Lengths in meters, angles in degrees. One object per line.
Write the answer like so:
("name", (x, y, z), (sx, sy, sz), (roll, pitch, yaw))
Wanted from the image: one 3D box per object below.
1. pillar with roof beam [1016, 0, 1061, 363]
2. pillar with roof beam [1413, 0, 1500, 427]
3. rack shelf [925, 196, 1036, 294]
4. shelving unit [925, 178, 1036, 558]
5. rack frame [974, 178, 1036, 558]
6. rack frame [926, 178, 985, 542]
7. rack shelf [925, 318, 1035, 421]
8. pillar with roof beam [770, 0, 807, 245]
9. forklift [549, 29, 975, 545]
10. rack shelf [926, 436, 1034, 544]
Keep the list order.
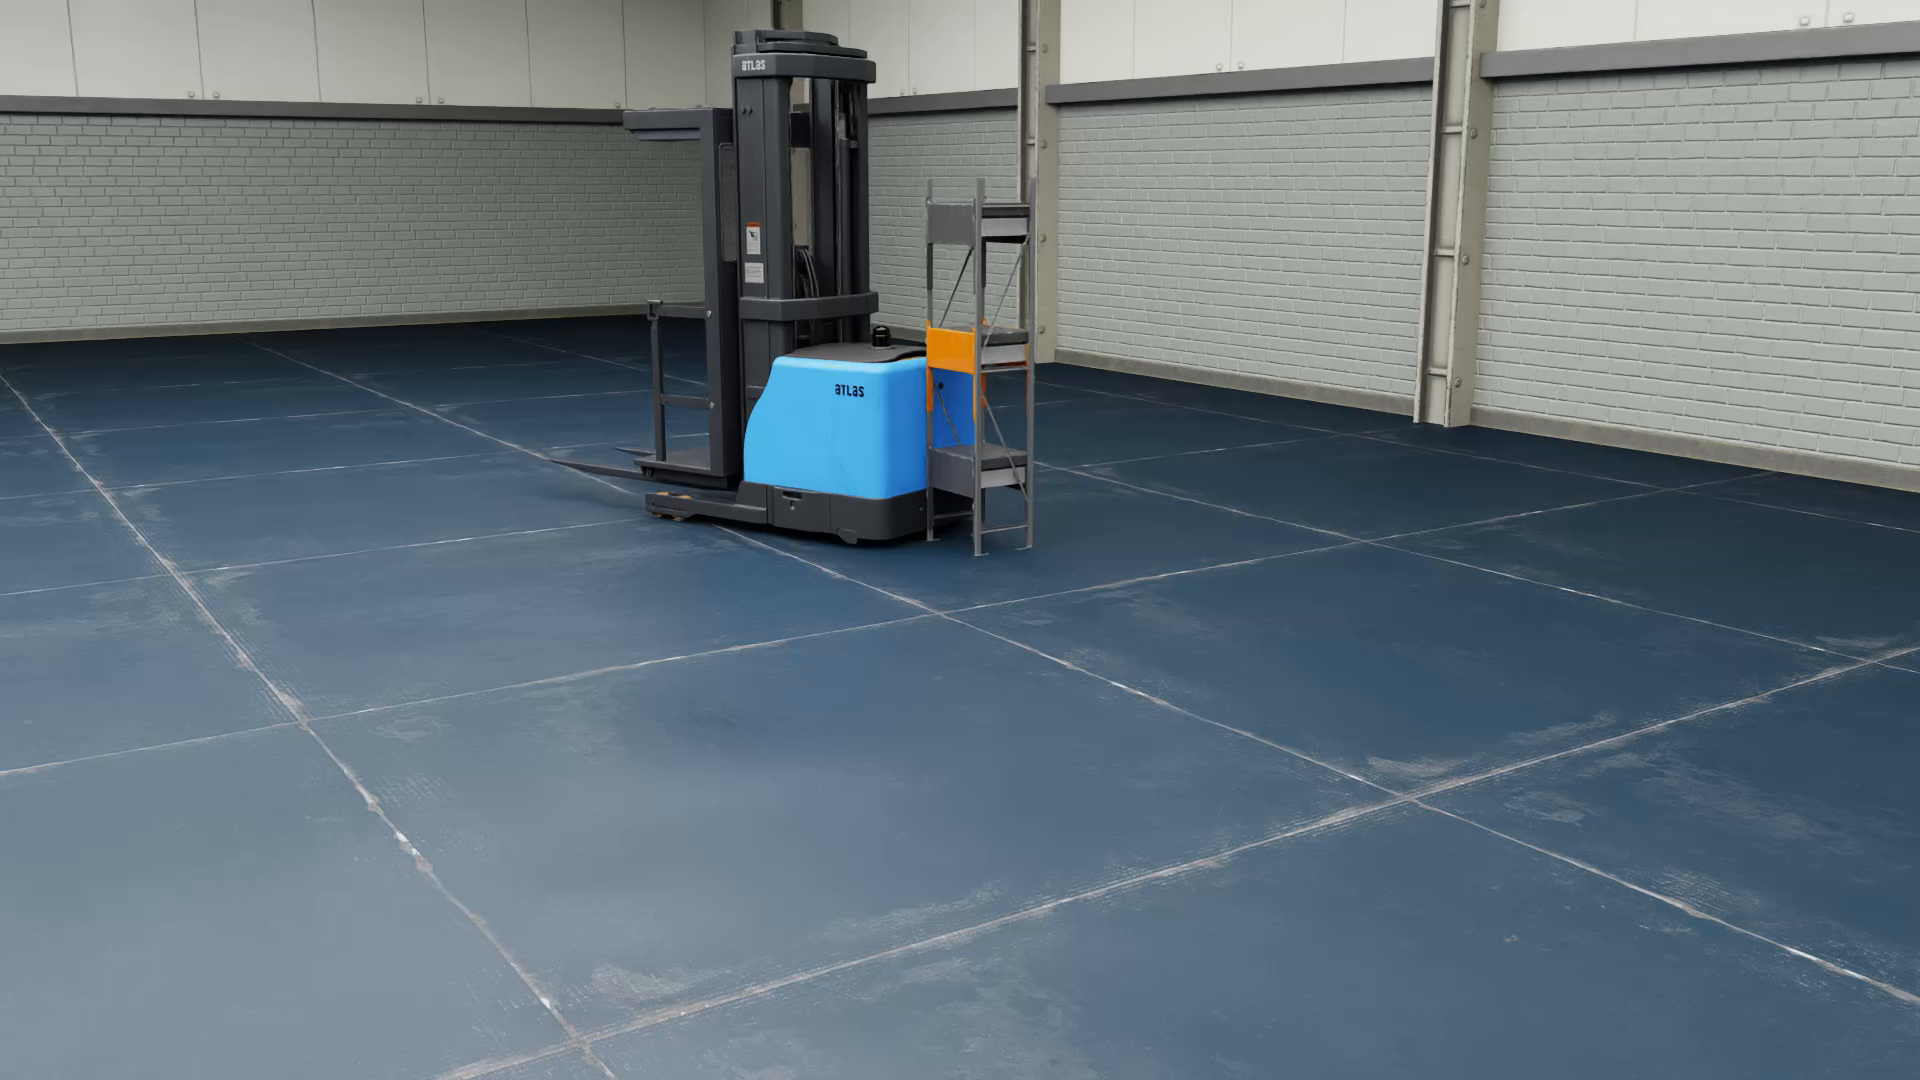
("pillar with roof beam", (-2.695, -5.974, 16.117), (9.100, 9.000, 0.400), (-8, 15, -33))
("pillar with roof beam", (0.630, -4.907, 11.237), (9.100, 9.000, 0.400), (-8, 15, -33))
("rack shelf", (0.113, -1.665, 9.346), (0.431, 0.518, 0.480), (-8, 15, -34))
("shelving unit", (0.113, -0.994, 9.493), (0.431, 2.100, 0.503), (-8, 15, -34))
("rack frame", (0.251, -0.951, 9.296), (0.400, 2.100, 0.015), (-8, 15, -34))
("rack frame", (-0.025, -1.037, 9.690), (0.400, 2.100, 0.015), (-8, 15, -34))
("rack shelf", (0.113, -0.981, 9.496), (0.431, 0.518, 0.480), (-8, 15, -34))
("pillar with roof beam", (-6.019, -7.041, 20.996), (9.100, 9.000, 0.400), (-8, 15, -33))
("forklift", (-1.373, -1.629, 10.452), (3.031, 2.935, 1.130), (9, 15, 35))
("rack shelf", (0.113, -0.297, 9.646), (0.431, 0.518, 0.480), (-8, 15, -34))
